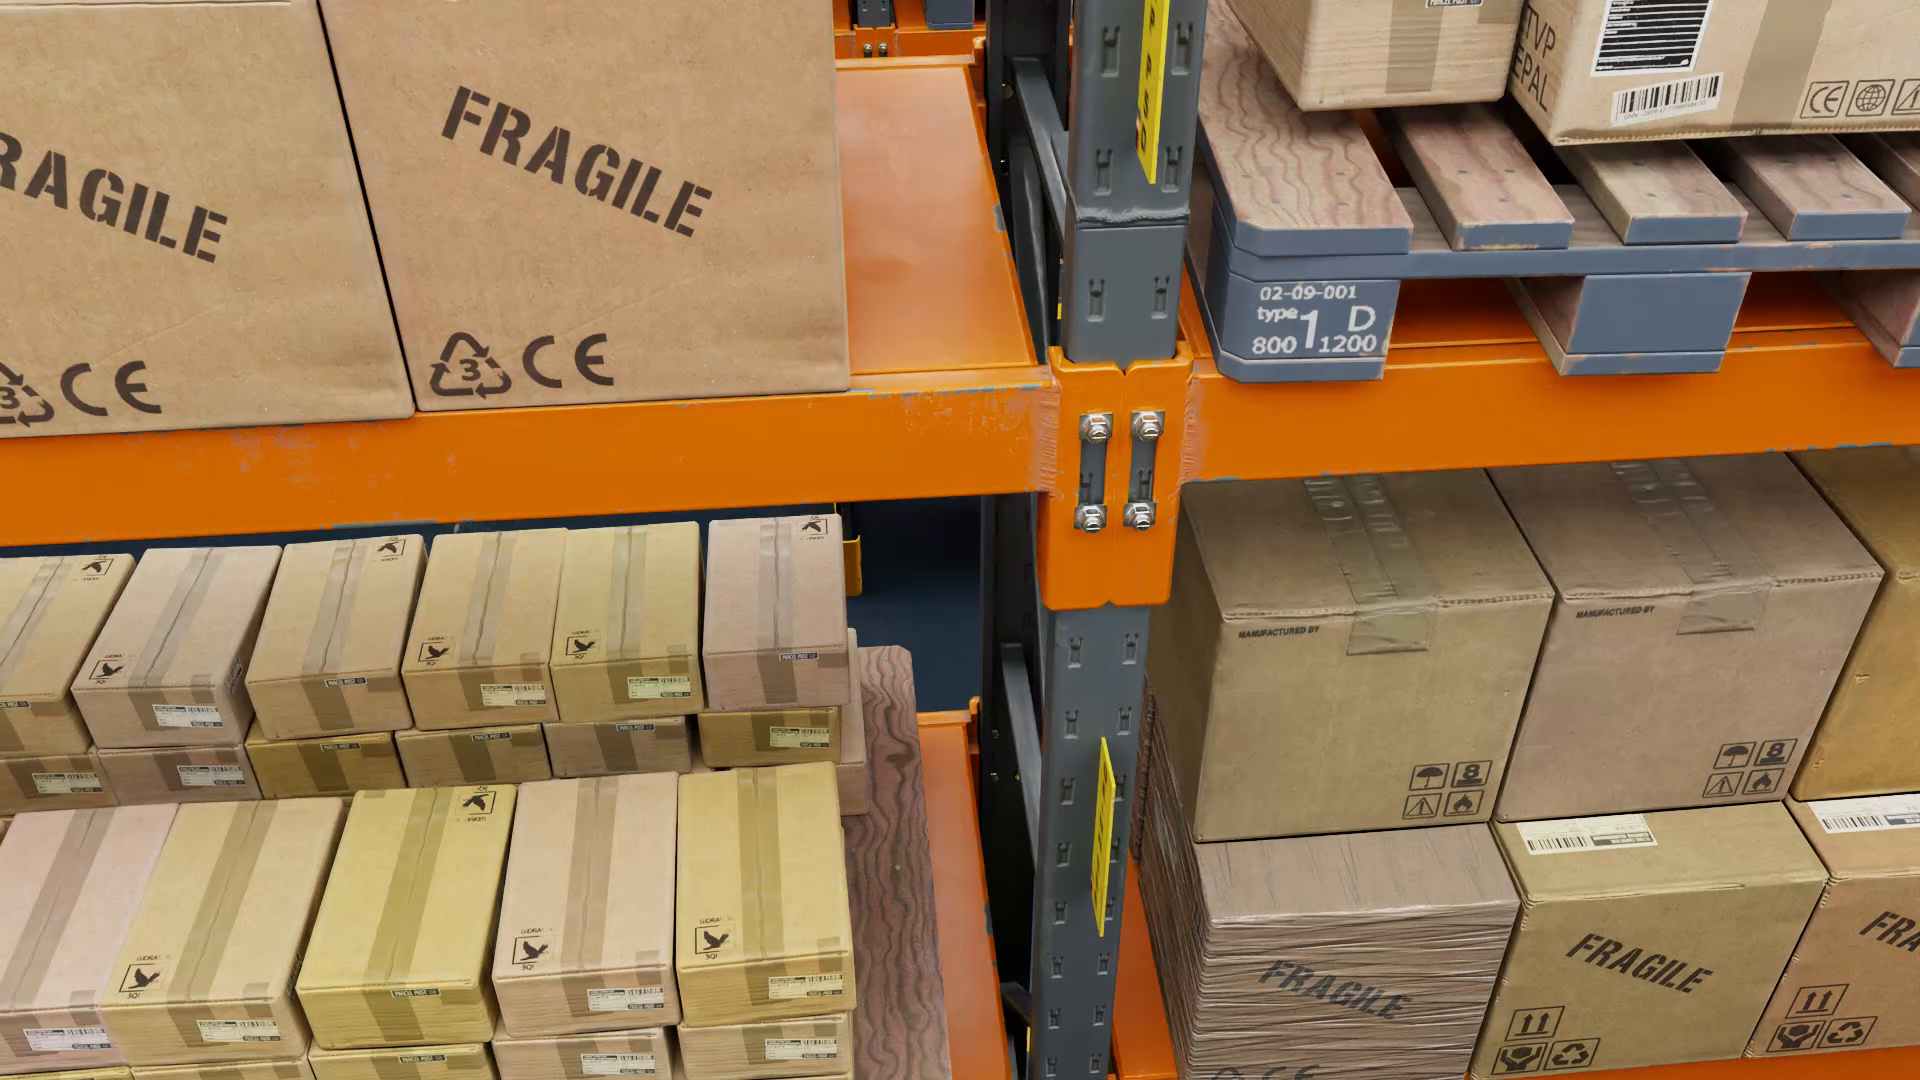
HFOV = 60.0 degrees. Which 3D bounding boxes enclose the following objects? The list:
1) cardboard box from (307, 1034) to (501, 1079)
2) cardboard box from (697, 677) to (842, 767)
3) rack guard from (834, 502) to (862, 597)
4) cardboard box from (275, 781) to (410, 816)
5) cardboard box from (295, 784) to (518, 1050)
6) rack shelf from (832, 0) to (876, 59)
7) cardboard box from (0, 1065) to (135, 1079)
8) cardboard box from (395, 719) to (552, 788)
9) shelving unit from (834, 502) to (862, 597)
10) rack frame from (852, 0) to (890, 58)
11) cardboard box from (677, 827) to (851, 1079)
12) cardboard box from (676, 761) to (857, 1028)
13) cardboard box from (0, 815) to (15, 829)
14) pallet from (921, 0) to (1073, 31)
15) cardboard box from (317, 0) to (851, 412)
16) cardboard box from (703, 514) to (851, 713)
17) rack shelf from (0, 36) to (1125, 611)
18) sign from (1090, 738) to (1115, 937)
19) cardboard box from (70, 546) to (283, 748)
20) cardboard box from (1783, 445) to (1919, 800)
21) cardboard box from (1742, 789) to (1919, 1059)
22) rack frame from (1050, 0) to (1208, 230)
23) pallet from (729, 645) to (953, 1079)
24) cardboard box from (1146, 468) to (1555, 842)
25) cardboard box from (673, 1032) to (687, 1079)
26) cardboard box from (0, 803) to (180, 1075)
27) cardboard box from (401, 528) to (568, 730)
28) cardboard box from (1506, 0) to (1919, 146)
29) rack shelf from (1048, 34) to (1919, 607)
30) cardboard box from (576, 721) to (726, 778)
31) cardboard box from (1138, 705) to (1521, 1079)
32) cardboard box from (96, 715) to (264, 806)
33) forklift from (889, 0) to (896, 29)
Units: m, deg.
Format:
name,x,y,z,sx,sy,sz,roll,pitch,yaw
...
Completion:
name,x,y,z,sx,sy,sz,roll,pitch,yaw
cardboard box,-0.831,0.679,2.592,0.250,0.149,0.380,-2,38,-3
cardboard box,-0.351,0.242,3.146,0.250,0.149,0.380,-2,38,-2
rack guard,-0.420,-0.075,6.143,0.087,0.250,0.587,-3,38,-4
cardboard box,-1.120,0.401,3.184,0.250,0.149,0.380,-1,38,-2
cardboard box,-0.811,0.559,2.504,0.250,0.149,0.380,-2,38,-3
rack shelf,-2.383,-2.135,7.114,4.000,0.370,1.077,-3,38,-4
cardboard box,-1.329,0.704,2.559,0.250,0.149,0.380,-3,38,-4
cardboard box,-0.887,0.274,3.104,0.250,0.149,0.380,-4,38,-5
shelving unit,0.076,-0.593,5.791,1.083,1.500,0.587,-3,38,-4
rack frame,-0.391,-2.527,7.031,0.127,3.000,1.000,-3,38,-4
cardboard box,-0.304,0.647,2.632,0.250,0.149,0.380,-2,38,-3
cardboard box,-0.299,0.532,2.538,0.250,0.149,0.380,-5,39,-6
cardboard box,-1.636,0.430,3.148,0.250,0.149,0.380,-3,38,-3
pallet,0.309,-2.556,7.223,1.003,0.211,1.213,-3,38,-4
cardboard box,-0.398,-0.507,1.968,0.500,0.500,0.500,-3,38,-4
cardboard box,-0.334,0.128,3.049,0.250,0.149,0.380,-3,38,-4
rack shelf,-1.844,-0.264,2.322,4.000,0.370,1.077,-3,38,-4
sign,0.206,0.433,2.409,0.005,0.325,0.100,-3,38,-4
cardboard box,-1.375,0.185,2.977,0.250,0.149,0.380,-1,38,-2
cardboard box,1.611,0.014,2.923,0.500,0.500,0.700,-4,38,-5
cardboard box,1.628,0.568,3.028,0.500,0.500,0.500,-3,38,-4
rack frame,0.148,-1.833,1.309,0.127,3.000,1.000,-3,38,-4
pallet,-0.552,0.702,3.093,1.003,0.211,1.213,-3,38,-4
cardboard box,0.596,0.072,2.850,0.500,0.500,0.700,-3,38,-4
cardboard box,-0.550,0.779,2.705,0.250,0.149,0.380,-3,38,-4
cardboard box,-1.317,0.585,2.470,0.250,0.149,0.380,-3,38,-4
cardboard box,-0.841,0.155,3.015,0.250,0.149,0.380,-3,38,-4
cardboard box,0.889,-0.729,1.983,0.500,0.311,0.500,-3,38,-4
rack shelf,2.140,-0.483,2.600,4.000,0.370,1.077,-3,38,-4
cardboard box,-0.583,0.370,3.223,0.250,0.149,0.380,-1,38,-2
cardboard box,0.619,0.625,2.956,0.500,0.500,0.500,-3,38,-3
cardboard box,-1.386,0.302,3.070,0.250,0.149,0.380,-3,38,-4
forklift,-1.357,-4.039,9.002,3.031,2.935,1.130,-4,38,-5
